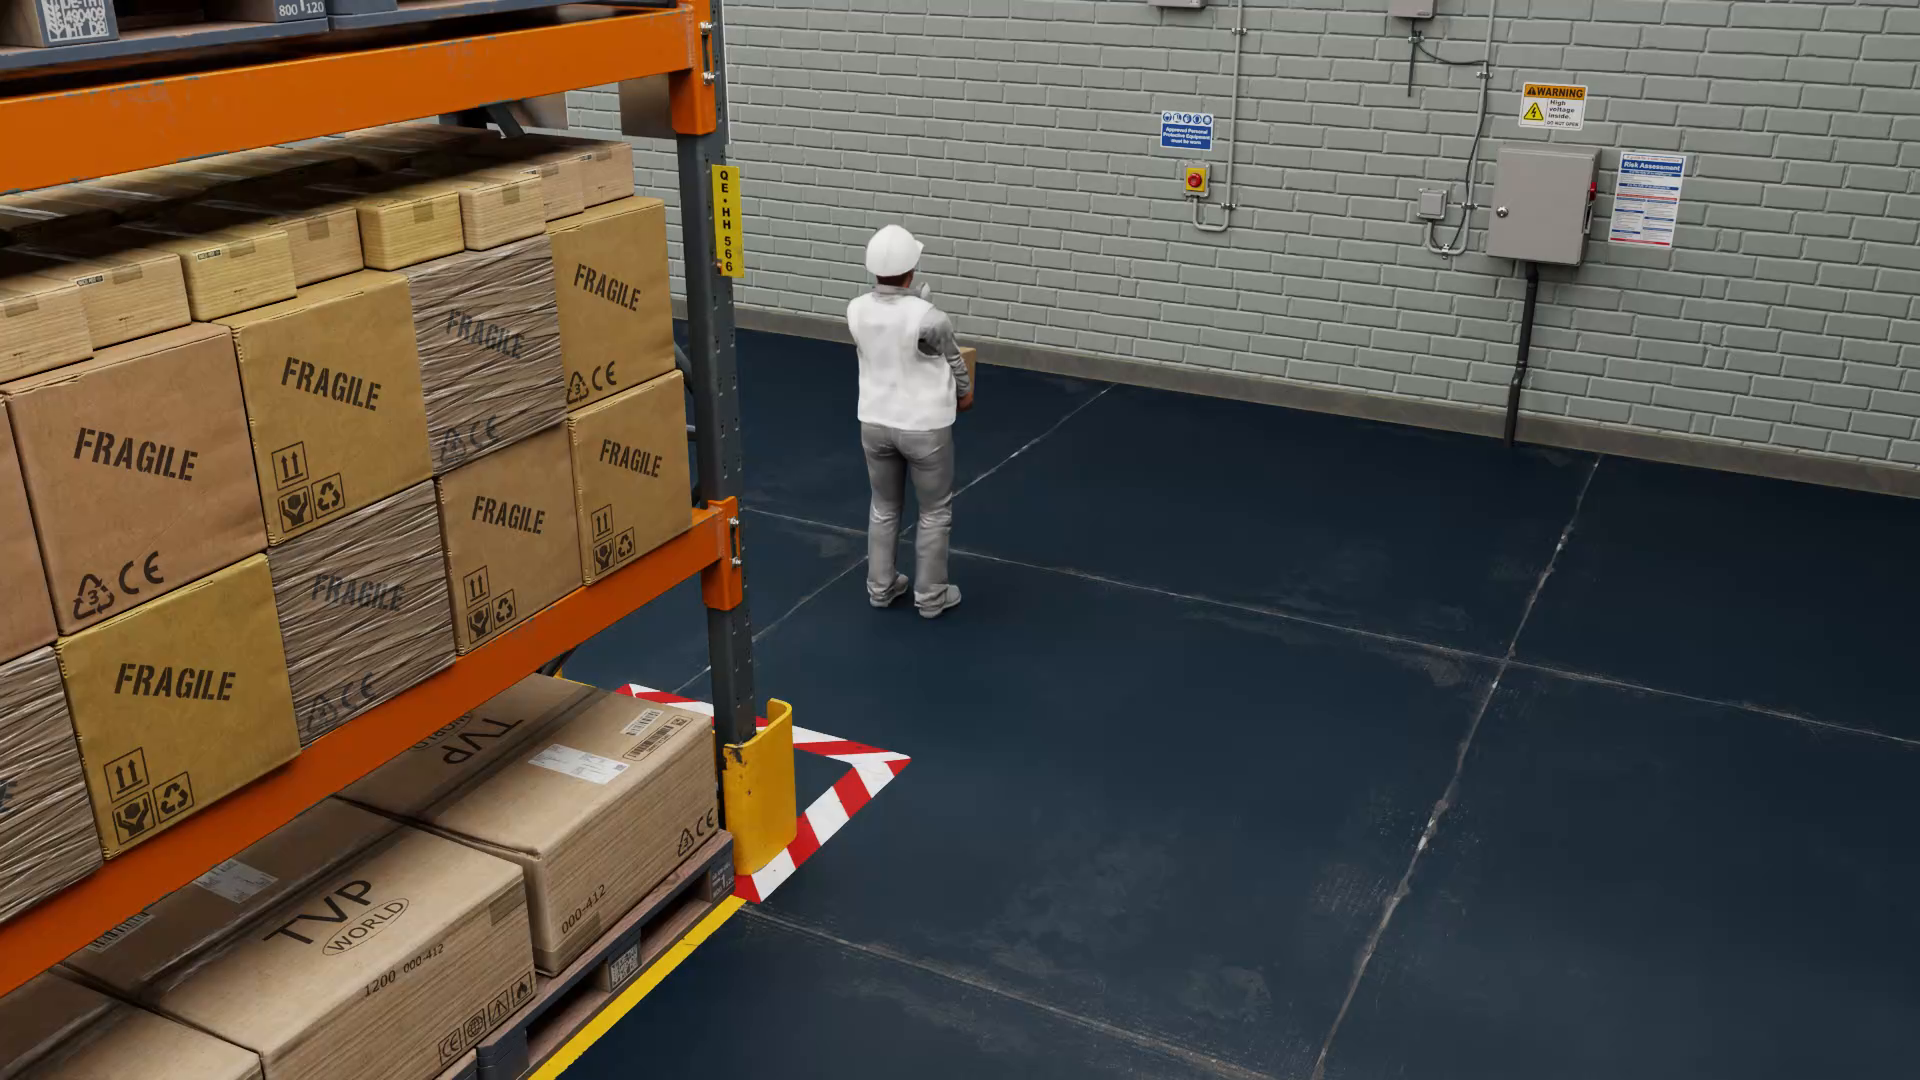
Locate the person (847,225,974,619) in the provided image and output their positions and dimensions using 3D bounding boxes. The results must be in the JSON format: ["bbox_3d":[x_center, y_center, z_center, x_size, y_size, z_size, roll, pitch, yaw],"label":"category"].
[{"bbox_3d":[-0.205,-0.547,7.387,0.494,1.762,0.554,11,25,25],"label":"person"}]
